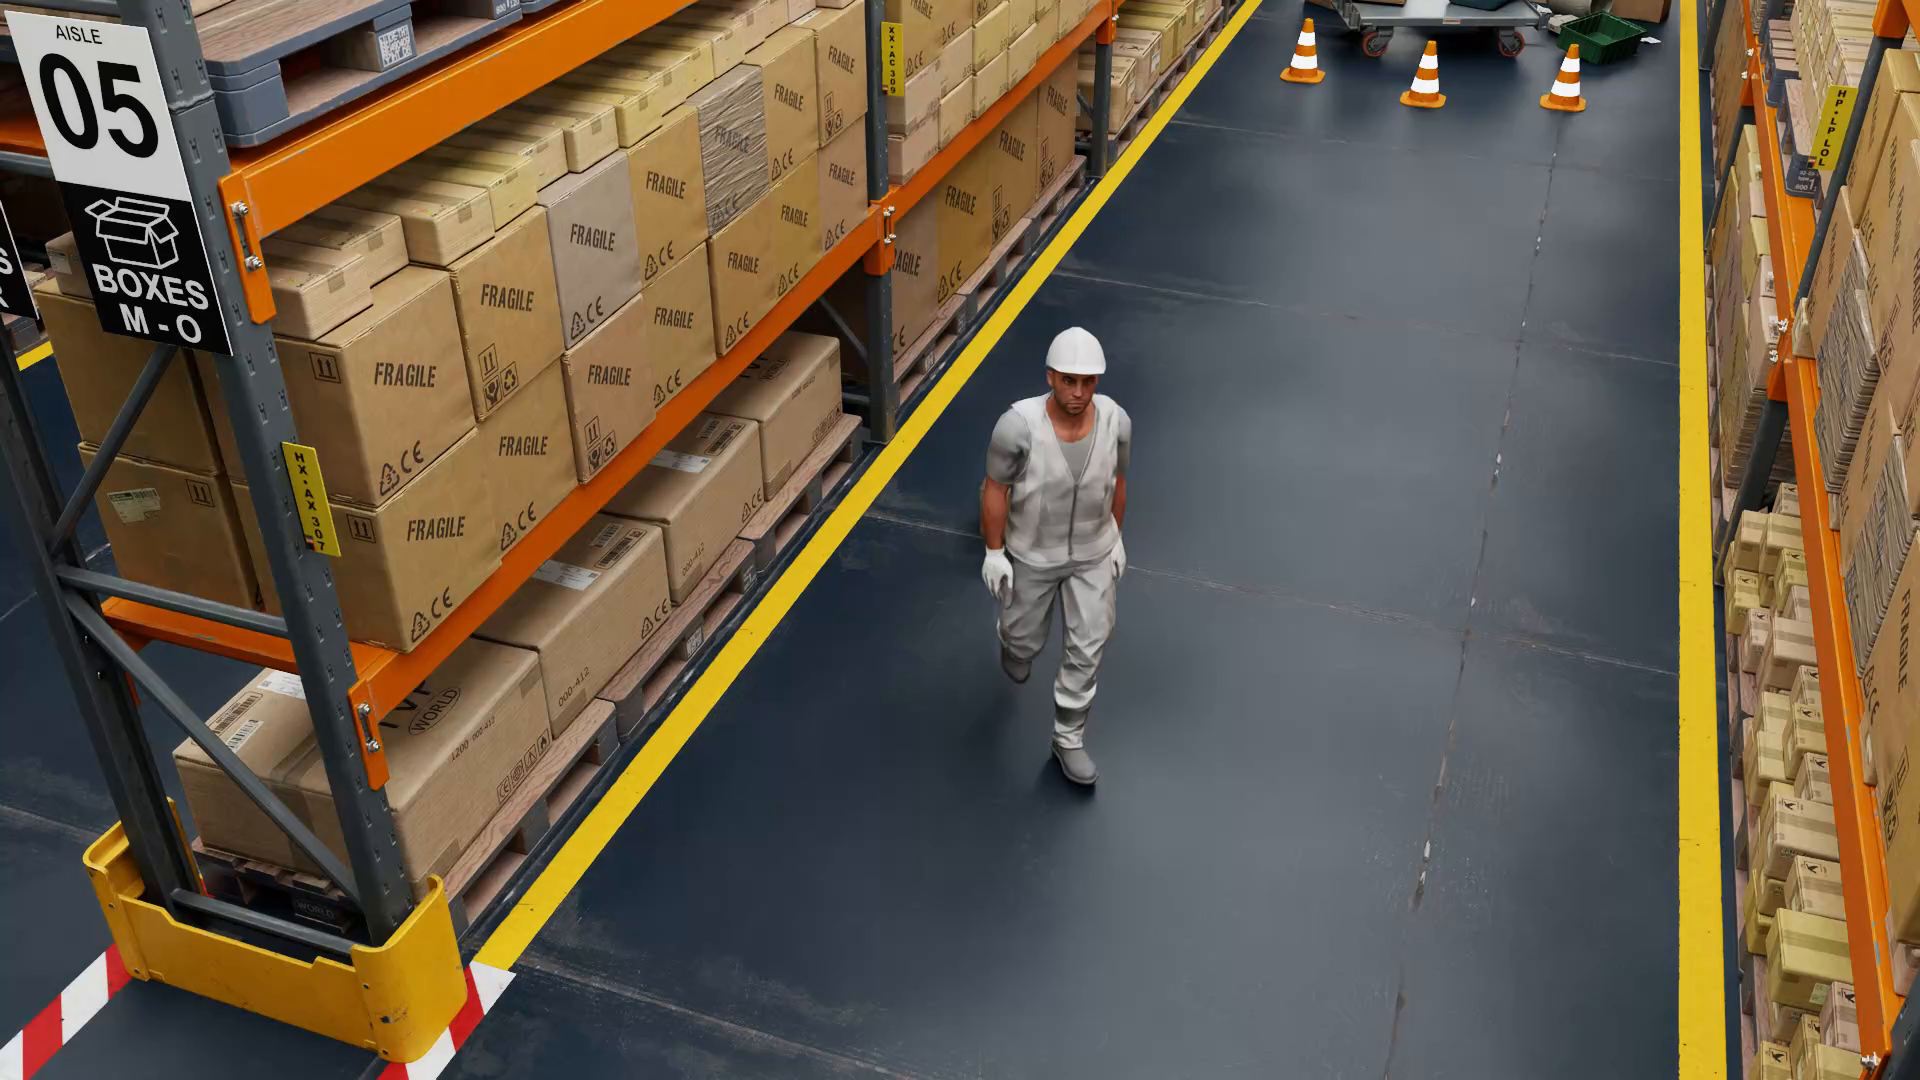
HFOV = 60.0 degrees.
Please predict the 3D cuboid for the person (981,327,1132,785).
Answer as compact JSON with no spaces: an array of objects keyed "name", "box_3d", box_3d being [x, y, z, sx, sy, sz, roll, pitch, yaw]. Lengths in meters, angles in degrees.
[{"name":"person","box_3d":[0.335,0.000,6.096,0.558,1.771,0.819,-7,34,-10]}]
